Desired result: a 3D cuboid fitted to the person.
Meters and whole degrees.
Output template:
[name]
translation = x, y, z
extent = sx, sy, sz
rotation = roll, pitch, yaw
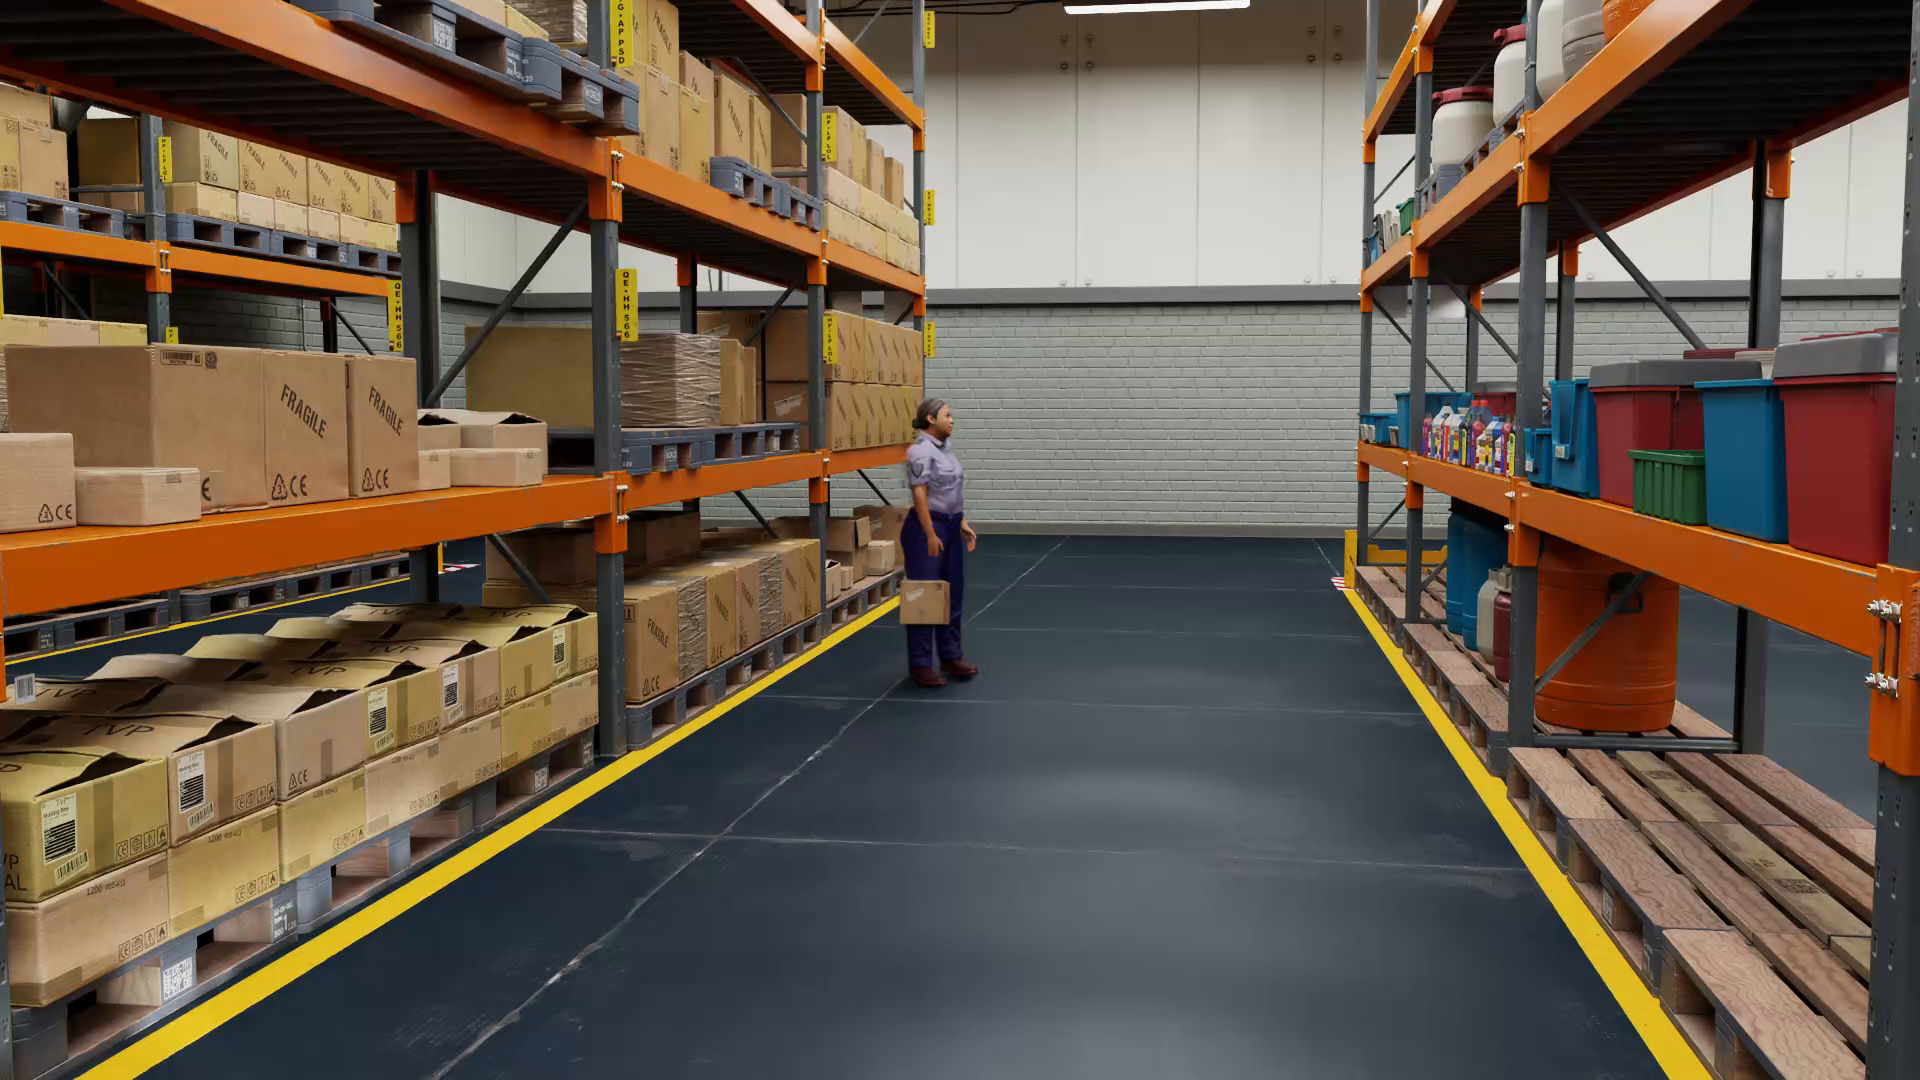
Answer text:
[person]
translation = -0.137, -0.002, 9.796
extent = 0.434, 1.661, 0.550
rotation = 2, 5, 22
